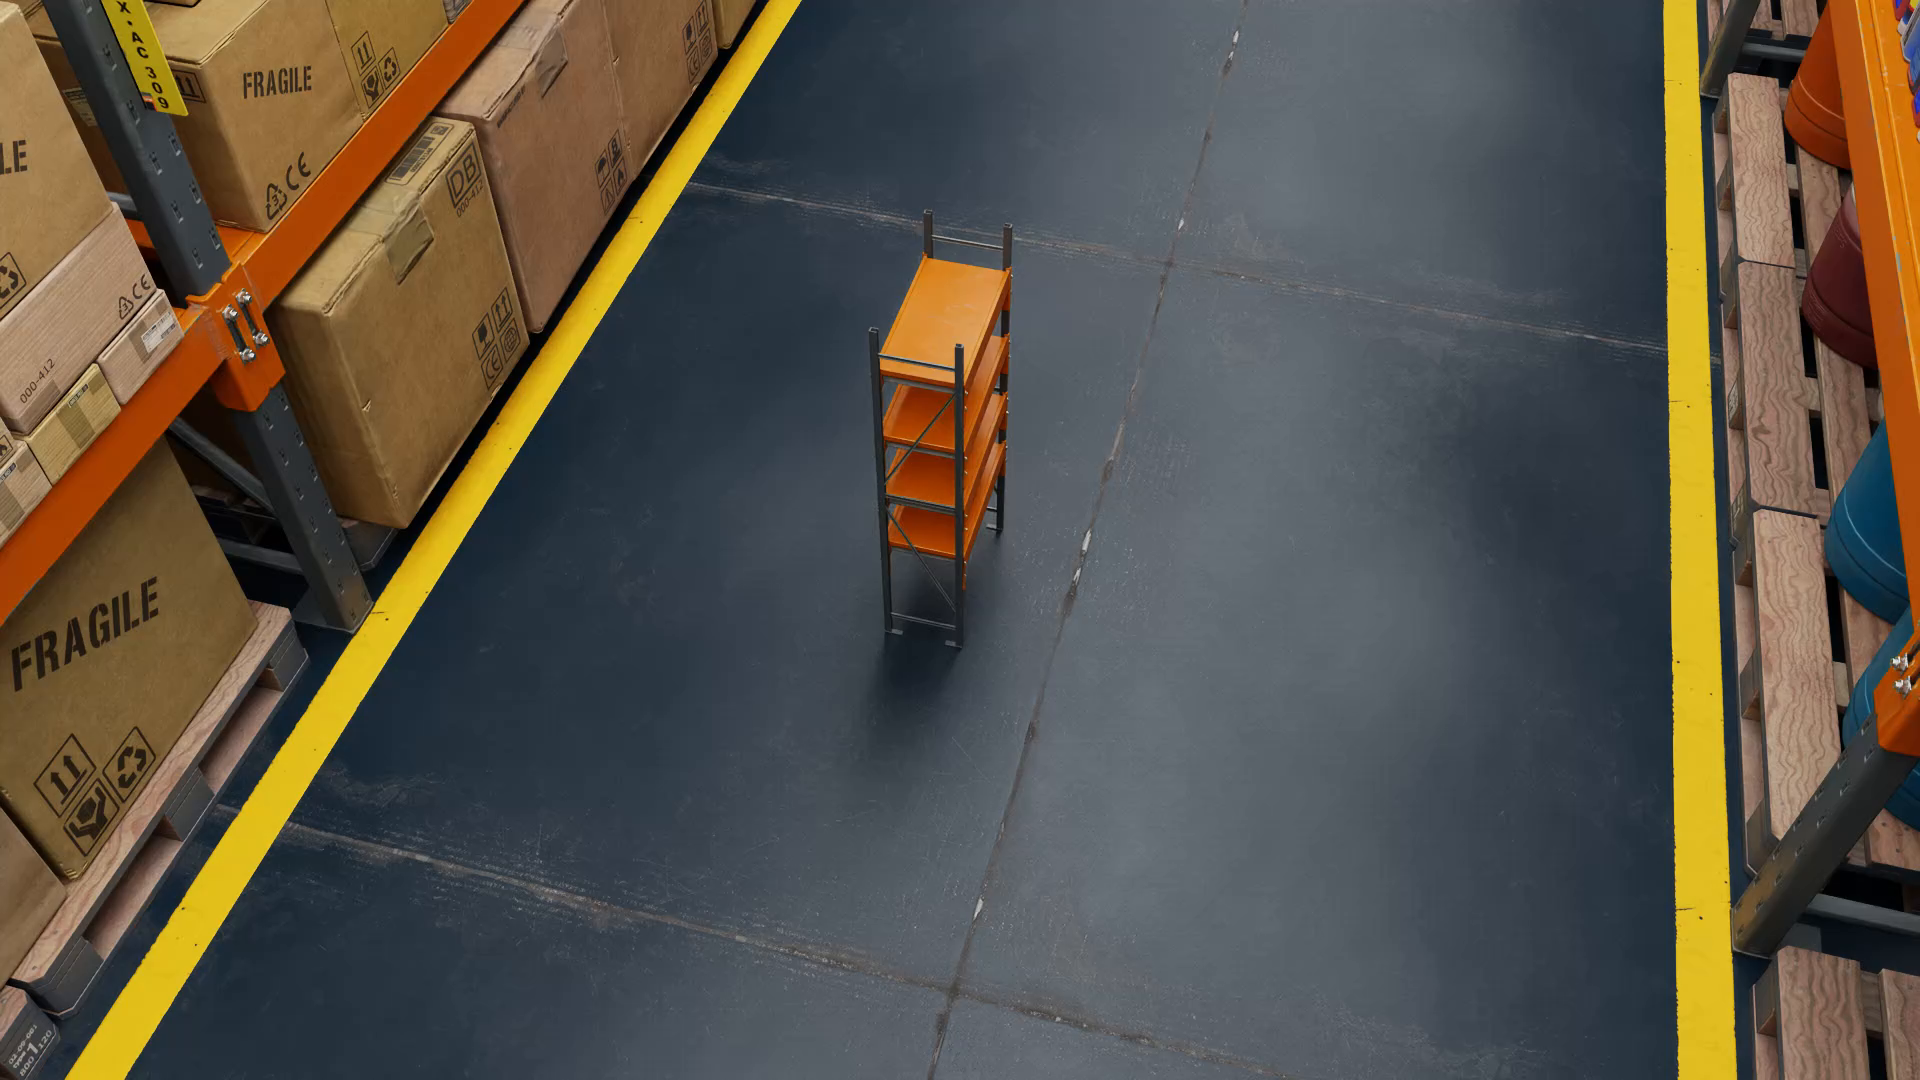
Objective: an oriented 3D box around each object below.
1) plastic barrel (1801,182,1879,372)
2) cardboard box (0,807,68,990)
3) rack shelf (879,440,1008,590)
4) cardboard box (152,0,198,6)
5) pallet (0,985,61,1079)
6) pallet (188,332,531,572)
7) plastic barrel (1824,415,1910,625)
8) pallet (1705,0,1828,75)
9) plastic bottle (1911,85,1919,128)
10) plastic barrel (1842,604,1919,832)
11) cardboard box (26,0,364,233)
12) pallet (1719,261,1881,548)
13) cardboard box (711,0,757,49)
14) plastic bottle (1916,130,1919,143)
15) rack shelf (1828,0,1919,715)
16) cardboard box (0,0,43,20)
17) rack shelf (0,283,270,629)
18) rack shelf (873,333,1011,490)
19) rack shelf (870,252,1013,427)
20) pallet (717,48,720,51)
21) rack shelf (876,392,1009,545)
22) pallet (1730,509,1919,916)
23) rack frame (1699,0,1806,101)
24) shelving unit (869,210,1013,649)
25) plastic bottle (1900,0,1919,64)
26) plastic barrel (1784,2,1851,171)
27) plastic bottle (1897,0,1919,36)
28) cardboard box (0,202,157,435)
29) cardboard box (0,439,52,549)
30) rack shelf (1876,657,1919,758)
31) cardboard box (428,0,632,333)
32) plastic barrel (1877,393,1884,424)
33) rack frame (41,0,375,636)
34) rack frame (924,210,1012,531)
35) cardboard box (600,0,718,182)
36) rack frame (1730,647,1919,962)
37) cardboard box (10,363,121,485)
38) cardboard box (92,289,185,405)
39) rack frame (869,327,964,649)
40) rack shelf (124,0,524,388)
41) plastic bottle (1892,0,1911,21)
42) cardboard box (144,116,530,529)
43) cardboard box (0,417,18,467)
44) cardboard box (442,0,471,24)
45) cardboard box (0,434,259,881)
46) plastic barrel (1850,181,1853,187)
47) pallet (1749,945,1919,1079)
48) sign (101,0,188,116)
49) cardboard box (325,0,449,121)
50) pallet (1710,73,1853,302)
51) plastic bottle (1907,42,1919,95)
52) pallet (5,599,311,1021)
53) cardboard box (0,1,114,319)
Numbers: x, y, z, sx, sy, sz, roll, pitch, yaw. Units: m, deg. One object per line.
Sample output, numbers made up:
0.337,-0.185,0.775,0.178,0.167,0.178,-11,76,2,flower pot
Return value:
3.139,-0.930,5.398,0.600,0.588,0.708,12,50,10,plastic barrel
-2.770,0.830,3.654,0.875,0.875,0.875,12,50,10,cardboard box
-0.044,-0.101,4.894,0.258,0.148,0.480,12,50,10,rack shelf
-2.123,-1.676,3.993,0.797,0.503,0.637,10,49,9,cardboard box
-2.877,1.495,3.789,1.003,0.211,1.213,12,50,10,pallet
-2.152,-0.497,5.548,1.003,0.211,1.213,12,50,10,pallet
2.842,-0.217,4.560,0.600,0.901,0.708,12,50,10,plastic barrel
3.790,-2.393,7.221,1.003,0.211,1.213,12,50,10,pallet
2.630,-1.250,4.431,0.061,0.283,0.133,12,50,10,plastic bottle
2.655,0.296,4.108,0.600,0.901,0.708,12,50,10,plastic barrel
-1.920,-1.164,4.210,0.500,0.500,0.500,12,50,10,cardboard box
3.058,-0.382,5.446,1.003,0.211,1.213,12,50,10,pallet
-1.432,-2.681,6.753,1.225,0.875,0.875,9,49,8,cardboard box
2.617,-1.136,4.385,0.097,0.201,0.097,0,49,0,plastic bottle
3.022,-1.078,4.681,1.077,0.370,4.000,12,50,10,rack shelf
-2.423,-1.272,4.306,0.500,0.500,0.500,12,50,10,cardboard box
-2.809,0.838,2.990,1.077,0.370,4.000,12,50,10,rack shelf
-0.044,-0.381,4.577,0.258,0.148,0.480,12,50,10,rack shelf
-0.044,-0.537,4.400,0.258,0.148,0.480,12,50,10,rack shelf
-1.510,-2.262,7.106,1.003,0.211,1.213,12,50,10,pallet
-0.044,-0.233,4.745,0.258,0.148,0.480,12,50,10,rack shelf
2.739,0.503,4.665,1.003,0.211,1.213,12,50,10,pallet
3.548,-2.763,5.688,1.000,3.000,0.127,12,50,10,rack frame
-0.044,-0.277,4.694,0.258,1.200,0.503,12,50,10,shelving unit
2.758,-1.470,4.629,0.152,0.276,0.135,12,50,10,plastic bottle
3.436,-1.827,6.029,0.600,0.830,0.708,12,50,10,plastic barrel
2.762,-1.557,4.710,0.097,0.271,0.097,0,49,0,plastic bottle
-2.146,-0.525,3.614,0.500,0.250,0.500,11,49,9,cardboard box
-2.182,-0.107,3.511,0.380,0.149,0.250,11,49,9,cardboard box
1.969,1.815,2.127,1.077,0.370,4.000,12,50,10,rack shelf
-1.899,-1.396,5.619,1.225,0.875,0.875,10,49,9,cardboard box
3.076,-0.479,5.051,0.421,0.512,0.421,0,49,0,plastic barrel
-2.283,-0.847,3.997,1.000,3.000,0.127,12,50,10,rack frame
0.021,-0.454,4.850,0.240,1.200,0.015,12,50,10,rack frame
-1.674,-2.038,6.185,1.225,0.875,0.875,12,50,10,cardboard box
2.496,0.130,3.134,1.000,3.000,0.127,12,50,10,rack frame
-2.115,-0.292,3.675,0.380,0.149,0.250,12,50,11,cardboard box
-2.047,-0.479,3.840,0.380,0.149,0.250,12,50,10,cardboard box
-0.108,-0.101,4.539,0.240,1.200,0.015,12,50,10,rack frame
-1.756,-2.056,5.543,1.077,0.370,4.000,12,50,10,rack shelf
2.775,-1.648,4.782,0.061,0.283,0.133,12,50,10,plastic bottle
-2.134,-0.750,5.048,1.225,0.875,0.875,12,50,10,cardboard box
-2.280,-0.150,3.283,0.500,0.250,0.500,13,50,11,cardboard box
-1.657,-1.889,4.850,0.500,0.500,0.500,11,49,9,cardboard box
-2.534,0.179,4.229,0.875,0.875,0.875,12,50,10,cardboard box
3.374,-1.295,5.772,0.421,0.512,0.421,0,49,0,plastic barrel
2.340,1.593,3.704,1.003,0.211,1.213,12,50,10,pallet
-1.747,-1.051,3.547,0.100,0.325,0.005,12,50,10,sign
-1.789,-1.527,4.531,0.500,0.500,0.500,12,50,10,cardboard box
3.381,-1.262,6.223,1.003,0.211,1.213,12,50,10,pallet
2.712,-1.380,4.500,0.144,0.351,0.185,12,50,10,plastic bottle
-2.558,0.610,4.571,1.003,0.211,1.213,12,50,10,pallet
-2.146,-0.759,3.321,0.500,0.500,0.500,13,50,11,cardboard box
